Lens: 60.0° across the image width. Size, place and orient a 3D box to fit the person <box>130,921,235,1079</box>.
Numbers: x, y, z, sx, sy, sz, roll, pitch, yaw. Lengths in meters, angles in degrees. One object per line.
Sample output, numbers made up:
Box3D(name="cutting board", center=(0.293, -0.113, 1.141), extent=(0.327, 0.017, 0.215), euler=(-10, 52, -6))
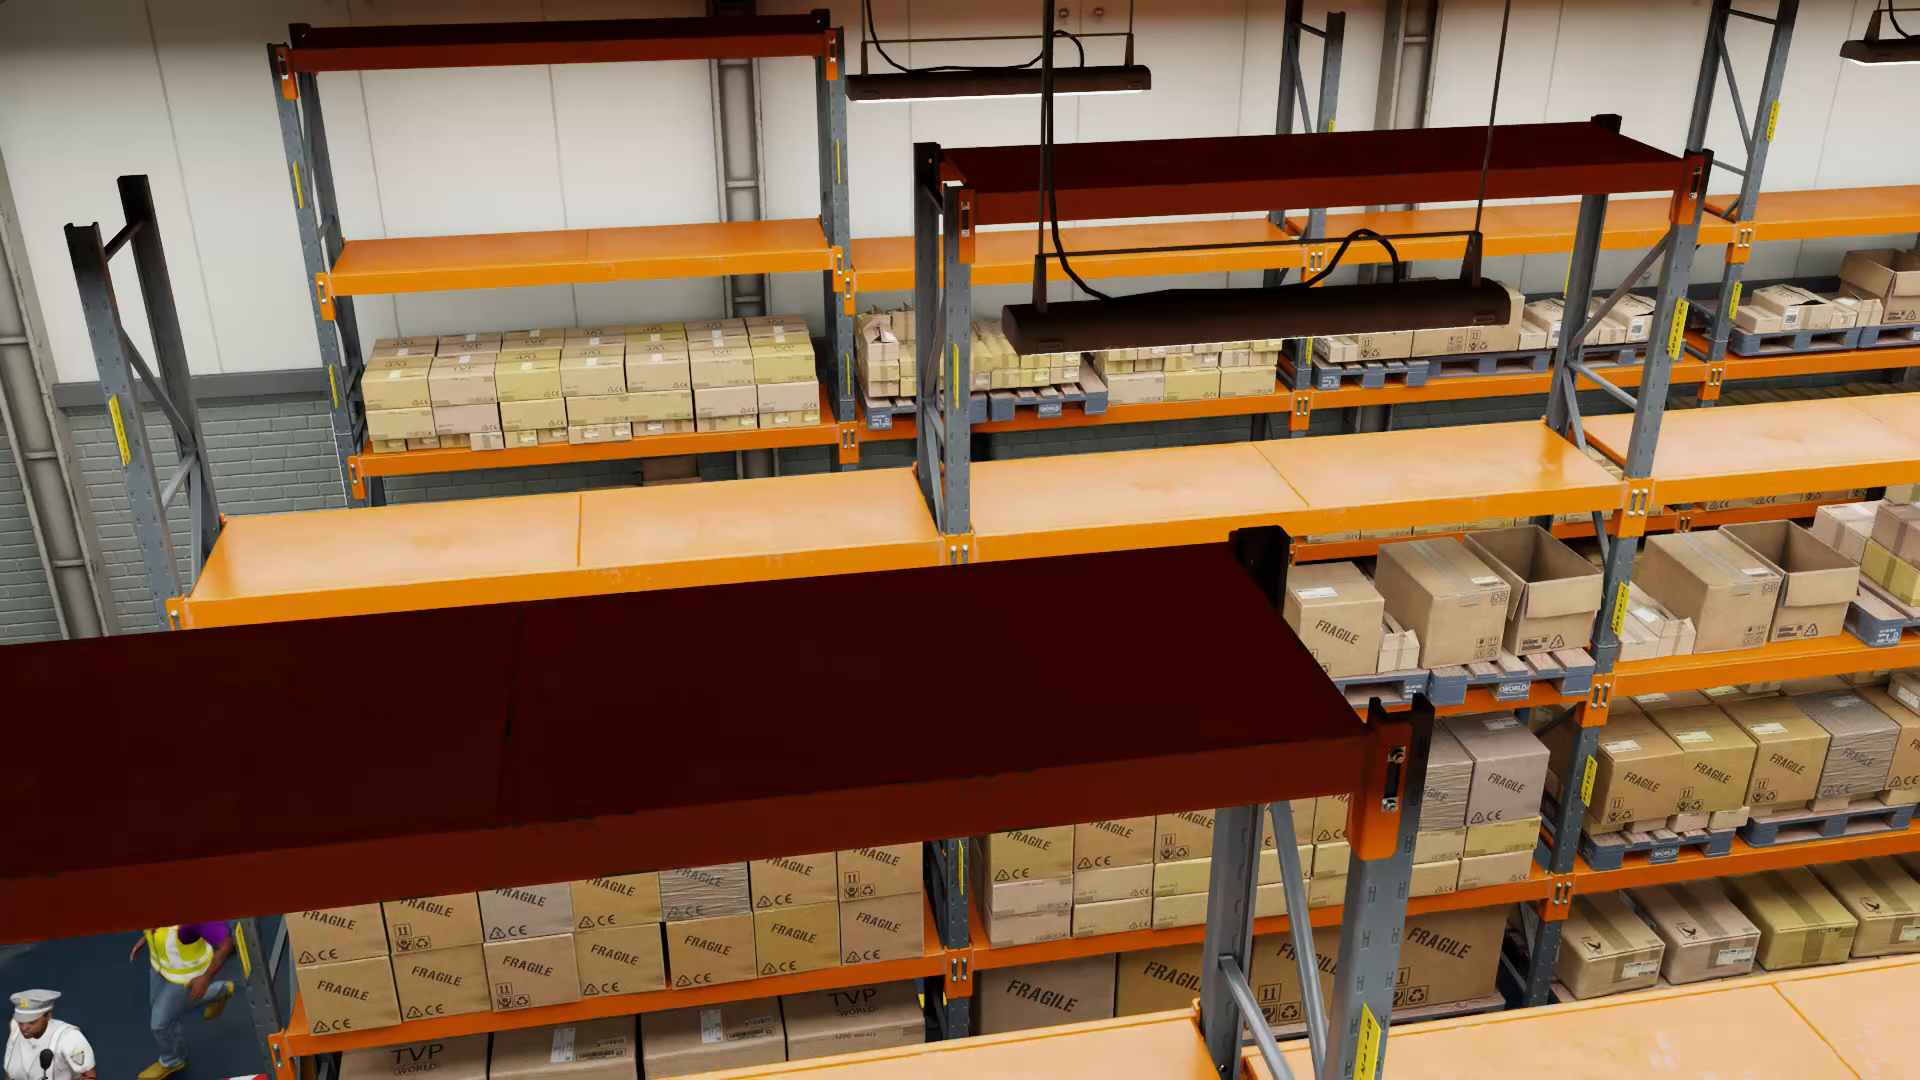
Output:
Box3D(name="person", center=(-4.984, 2.732, 10.692), extent=(0.754, 1.706, 0.752), euler=(17, 30, 31))

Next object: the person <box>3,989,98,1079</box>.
Box3D(name="person", center=(-5.226, 3.241, 9.694), extent=(0.589, 1.709, 0.876), euler=(1, 26, 3))
